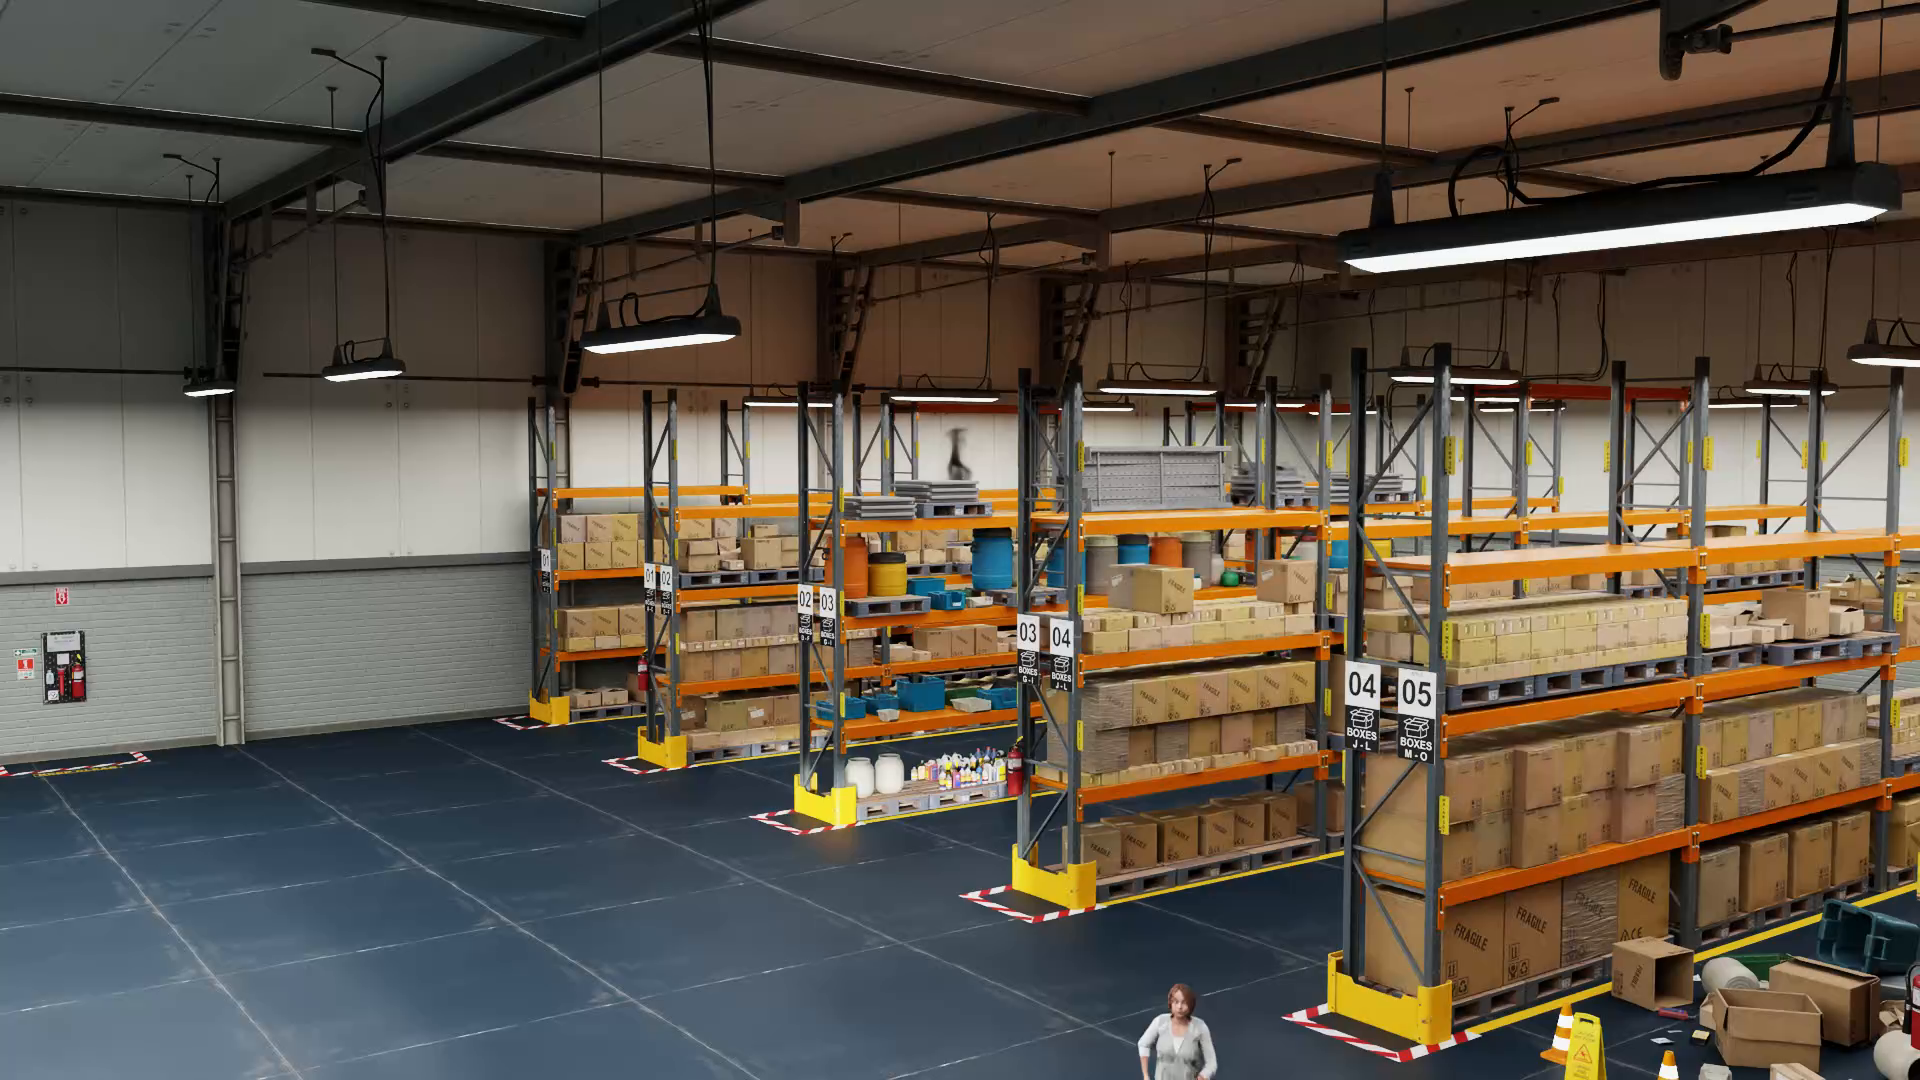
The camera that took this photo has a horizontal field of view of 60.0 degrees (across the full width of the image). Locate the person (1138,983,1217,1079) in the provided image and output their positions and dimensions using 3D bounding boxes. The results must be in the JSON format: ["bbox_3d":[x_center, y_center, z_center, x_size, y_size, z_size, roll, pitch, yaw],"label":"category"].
[{"bbox_3d":[1.437,3.731,11.064,0.537,1.553,0.537,1,3,11],"label":"person"}]
